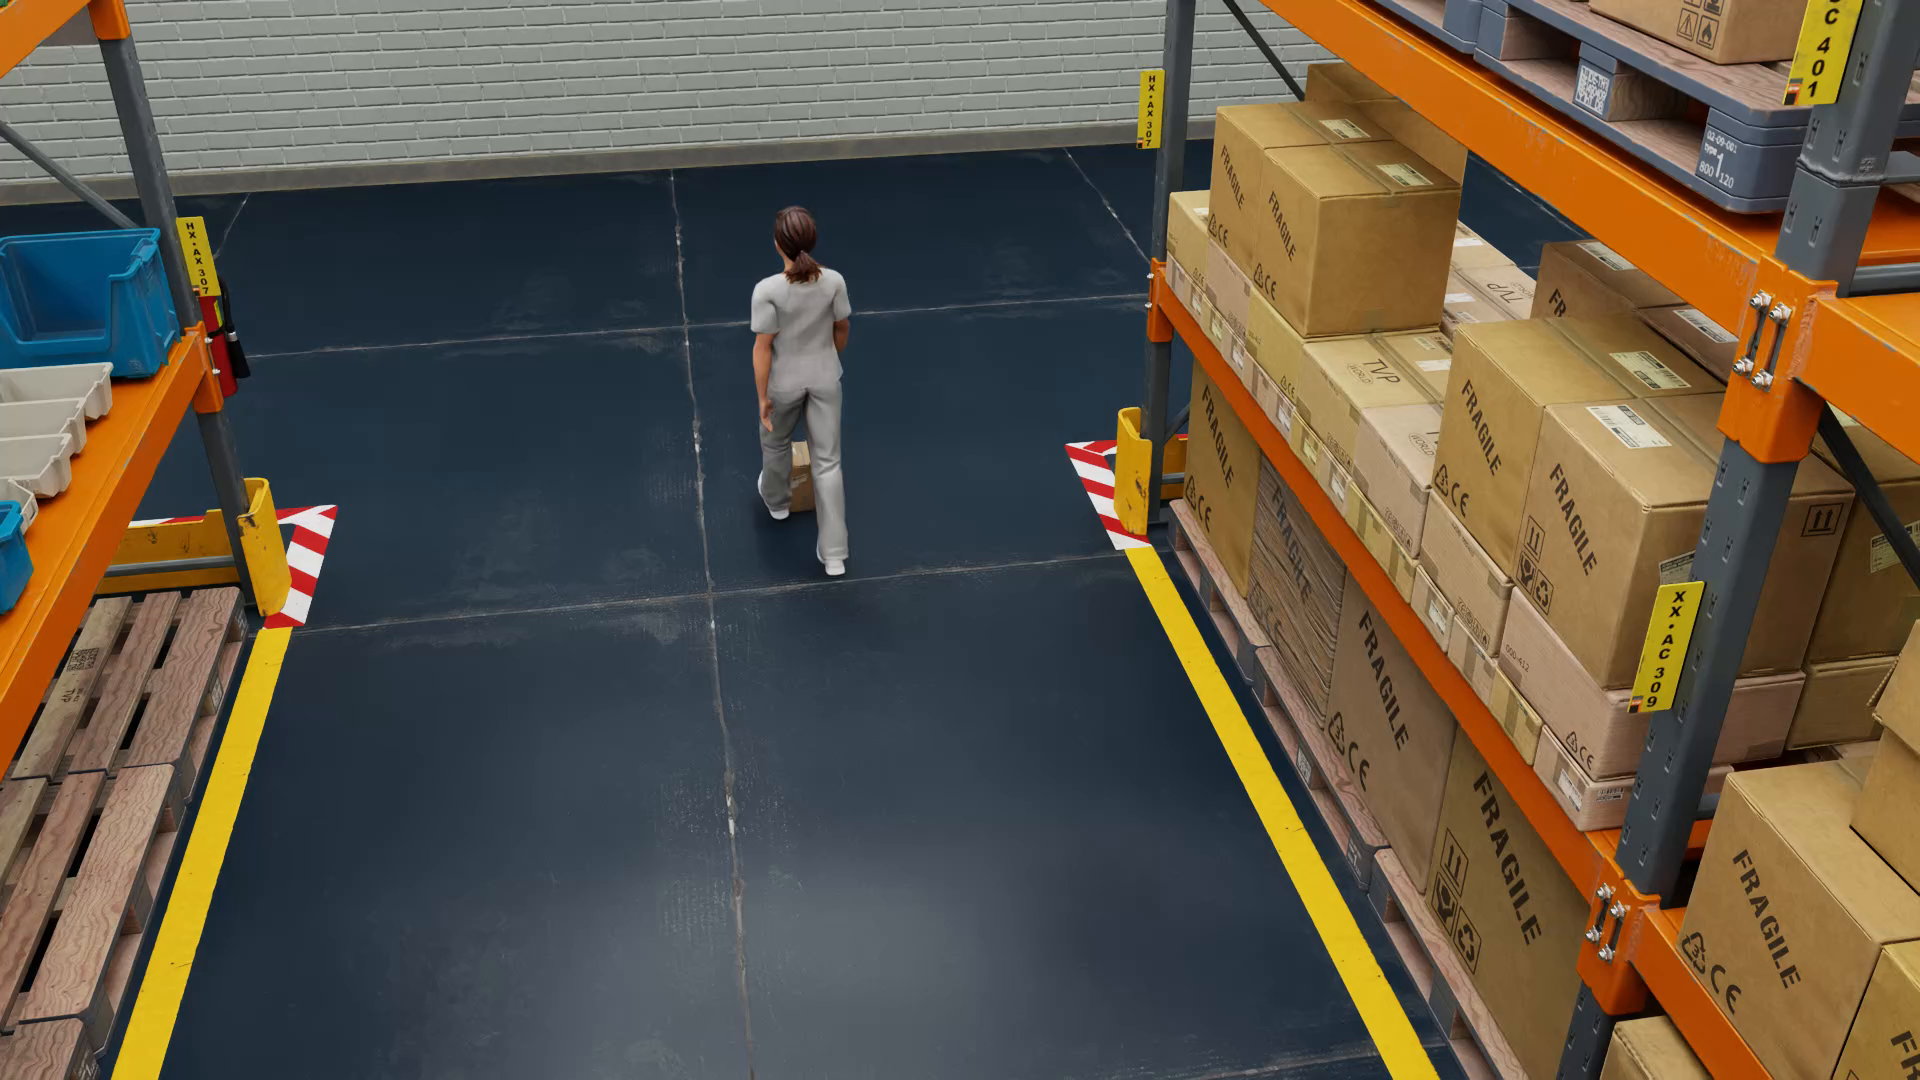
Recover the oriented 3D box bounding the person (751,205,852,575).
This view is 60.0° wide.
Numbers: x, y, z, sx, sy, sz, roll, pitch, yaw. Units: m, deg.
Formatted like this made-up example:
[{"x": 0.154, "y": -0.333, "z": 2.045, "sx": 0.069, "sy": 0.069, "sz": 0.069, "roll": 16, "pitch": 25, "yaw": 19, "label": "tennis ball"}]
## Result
[{"x": -0.707, "y": -0.727, "z": 7.360, "sx": 0.452, "sy": 1.625, "sz": 0.918, "roll": -8, "pitch": 32, "yaw": -13, "label": "person"}]
